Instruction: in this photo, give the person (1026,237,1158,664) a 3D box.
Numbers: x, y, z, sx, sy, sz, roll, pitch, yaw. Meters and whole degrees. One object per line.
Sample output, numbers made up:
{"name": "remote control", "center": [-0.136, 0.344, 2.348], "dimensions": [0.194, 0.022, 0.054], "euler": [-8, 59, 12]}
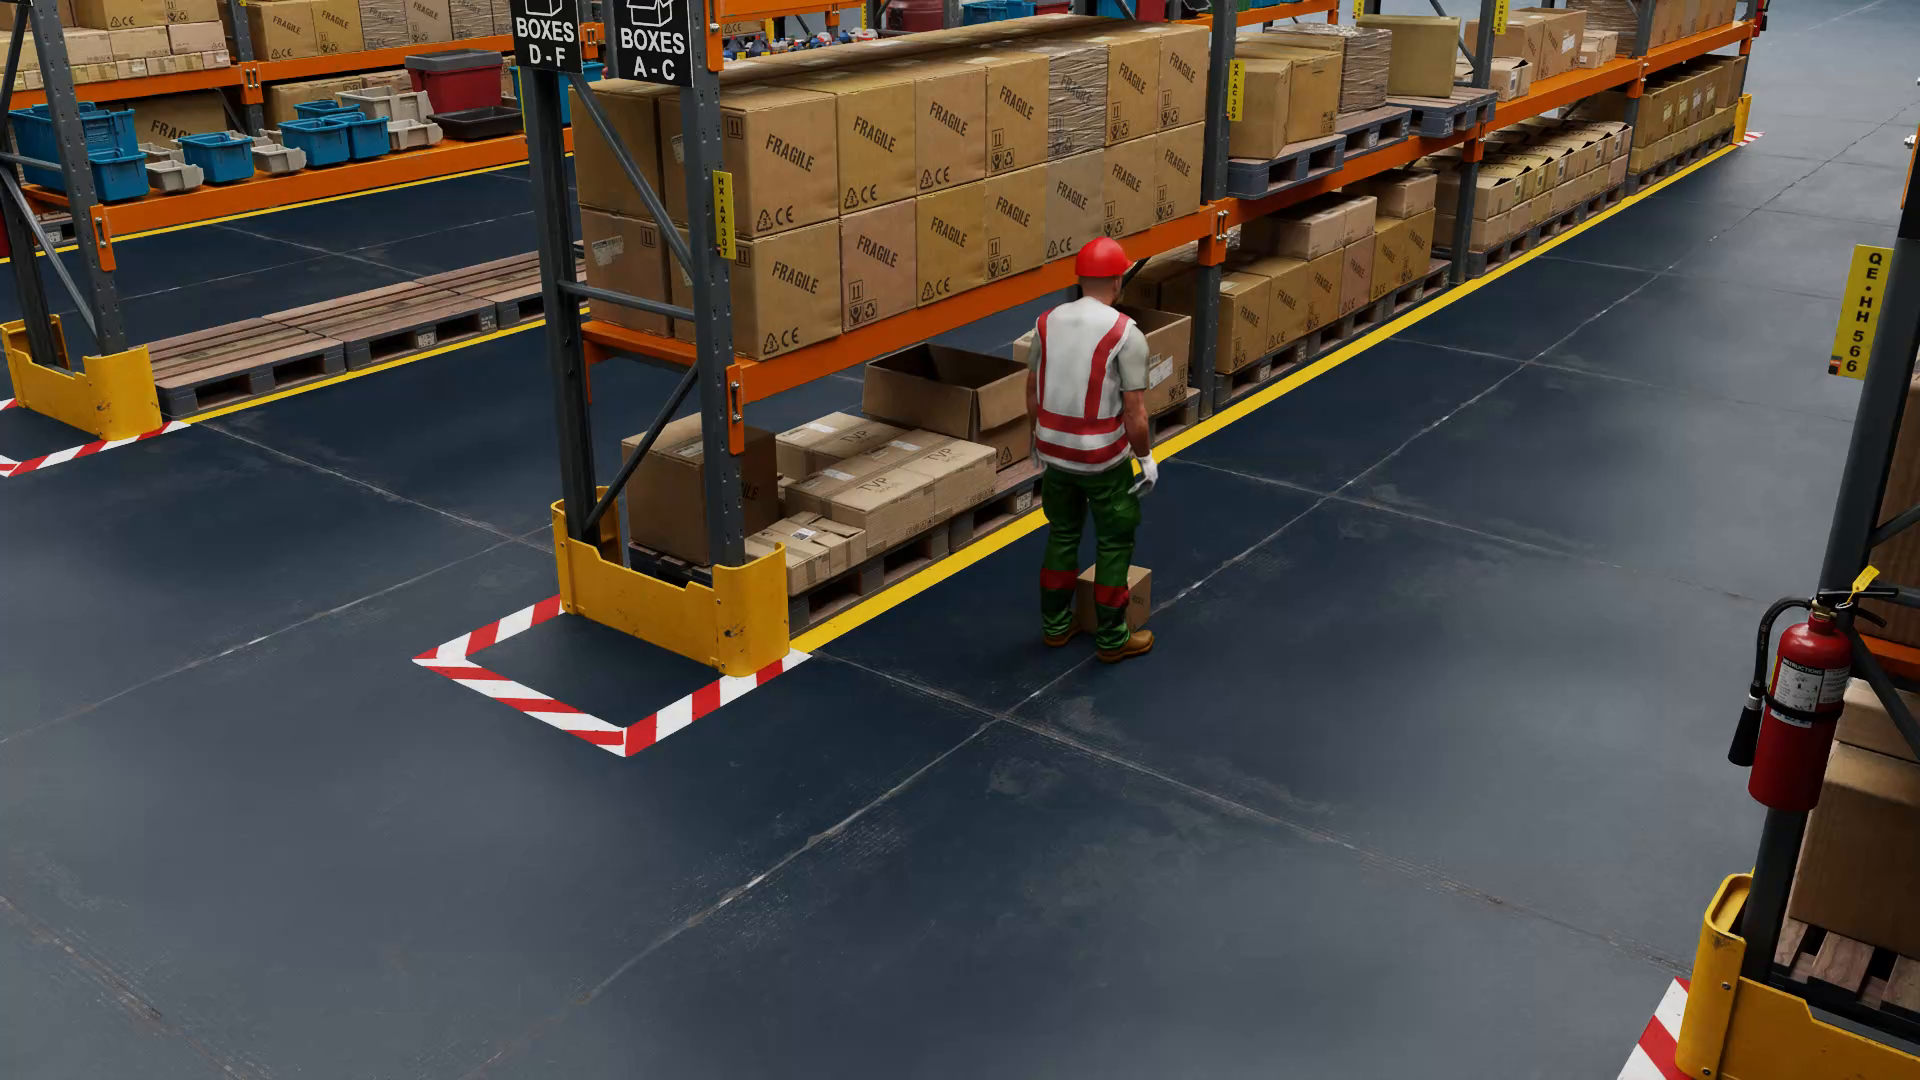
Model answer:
{"name": "person", "center": [0.549, -0.362, 6.920], "dimensions": [0.607, 1.778, 0.452], "euler": [17, 28, 34]}
